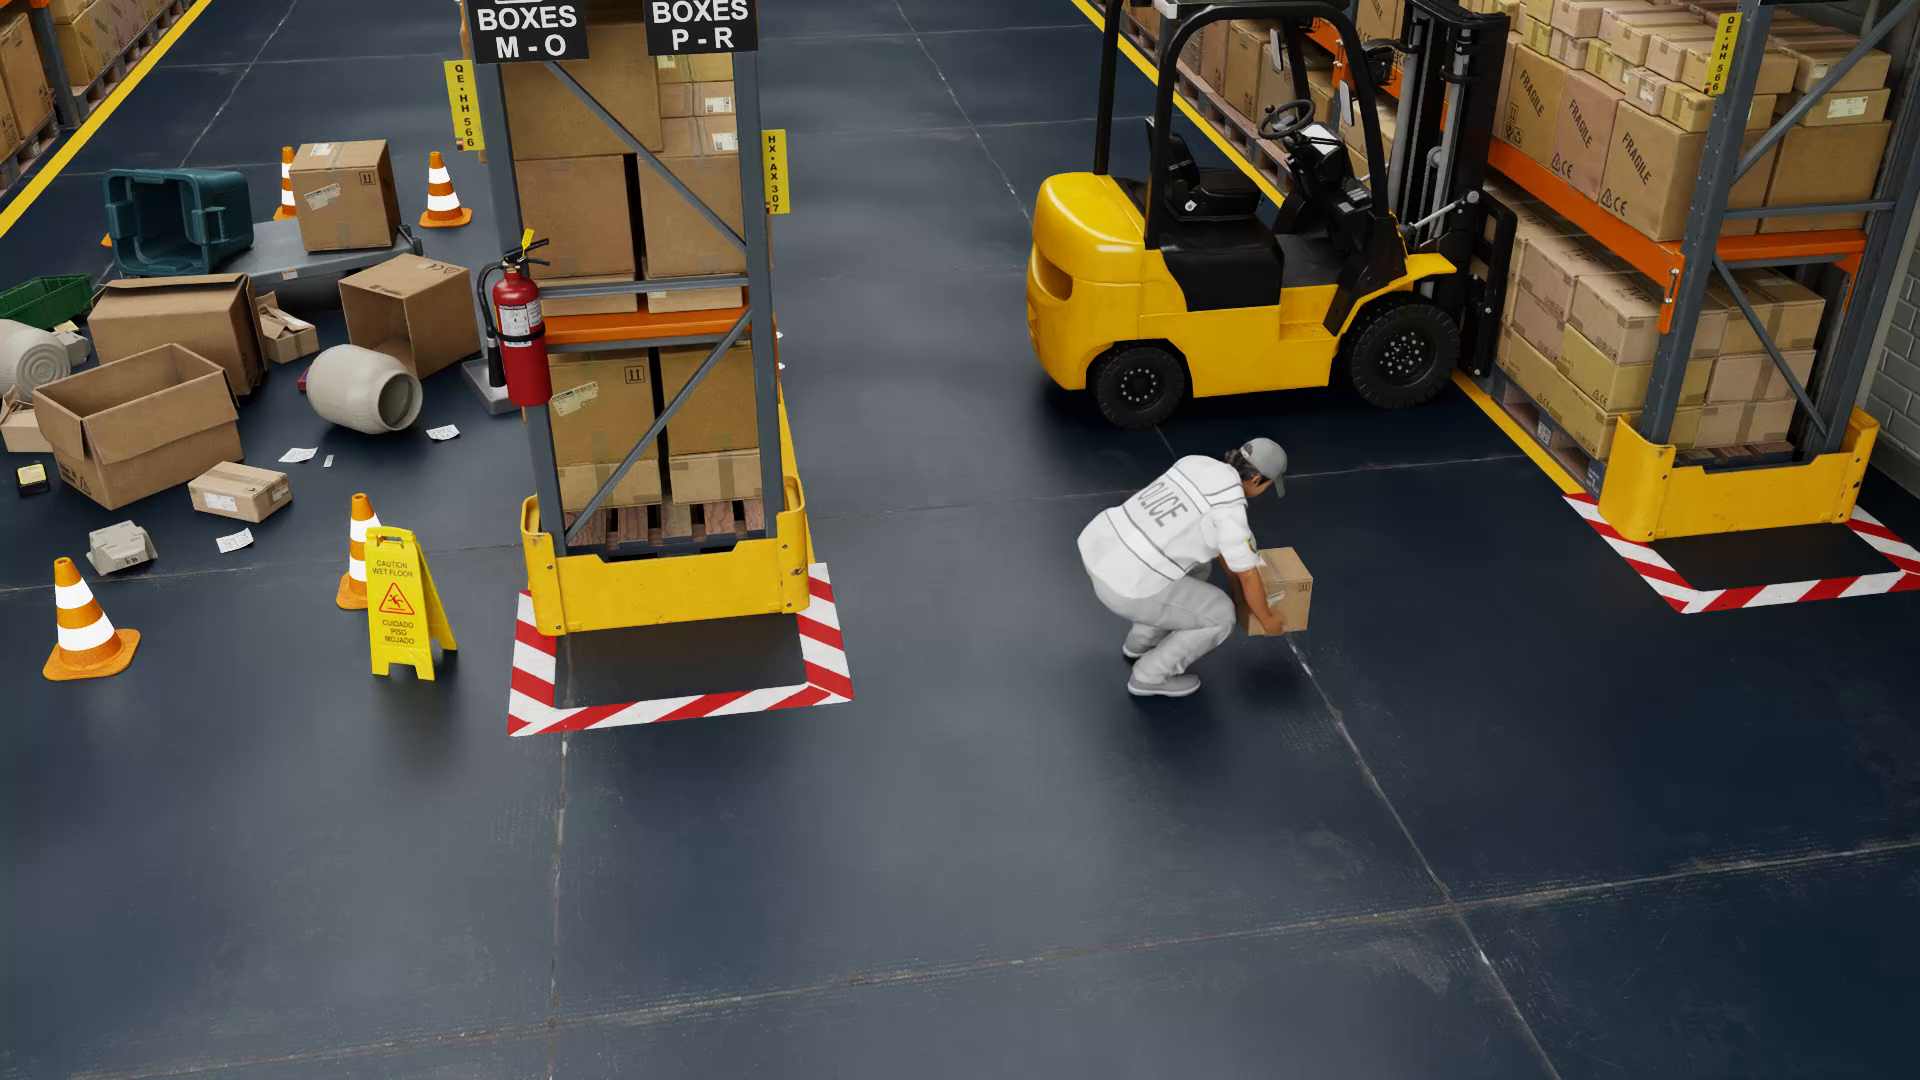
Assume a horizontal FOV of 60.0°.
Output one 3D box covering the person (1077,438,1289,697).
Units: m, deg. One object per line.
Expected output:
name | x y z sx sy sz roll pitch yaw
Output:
person | 0.886 0.090 6.632 0.835 1.003 0.528 -5 31 -9
